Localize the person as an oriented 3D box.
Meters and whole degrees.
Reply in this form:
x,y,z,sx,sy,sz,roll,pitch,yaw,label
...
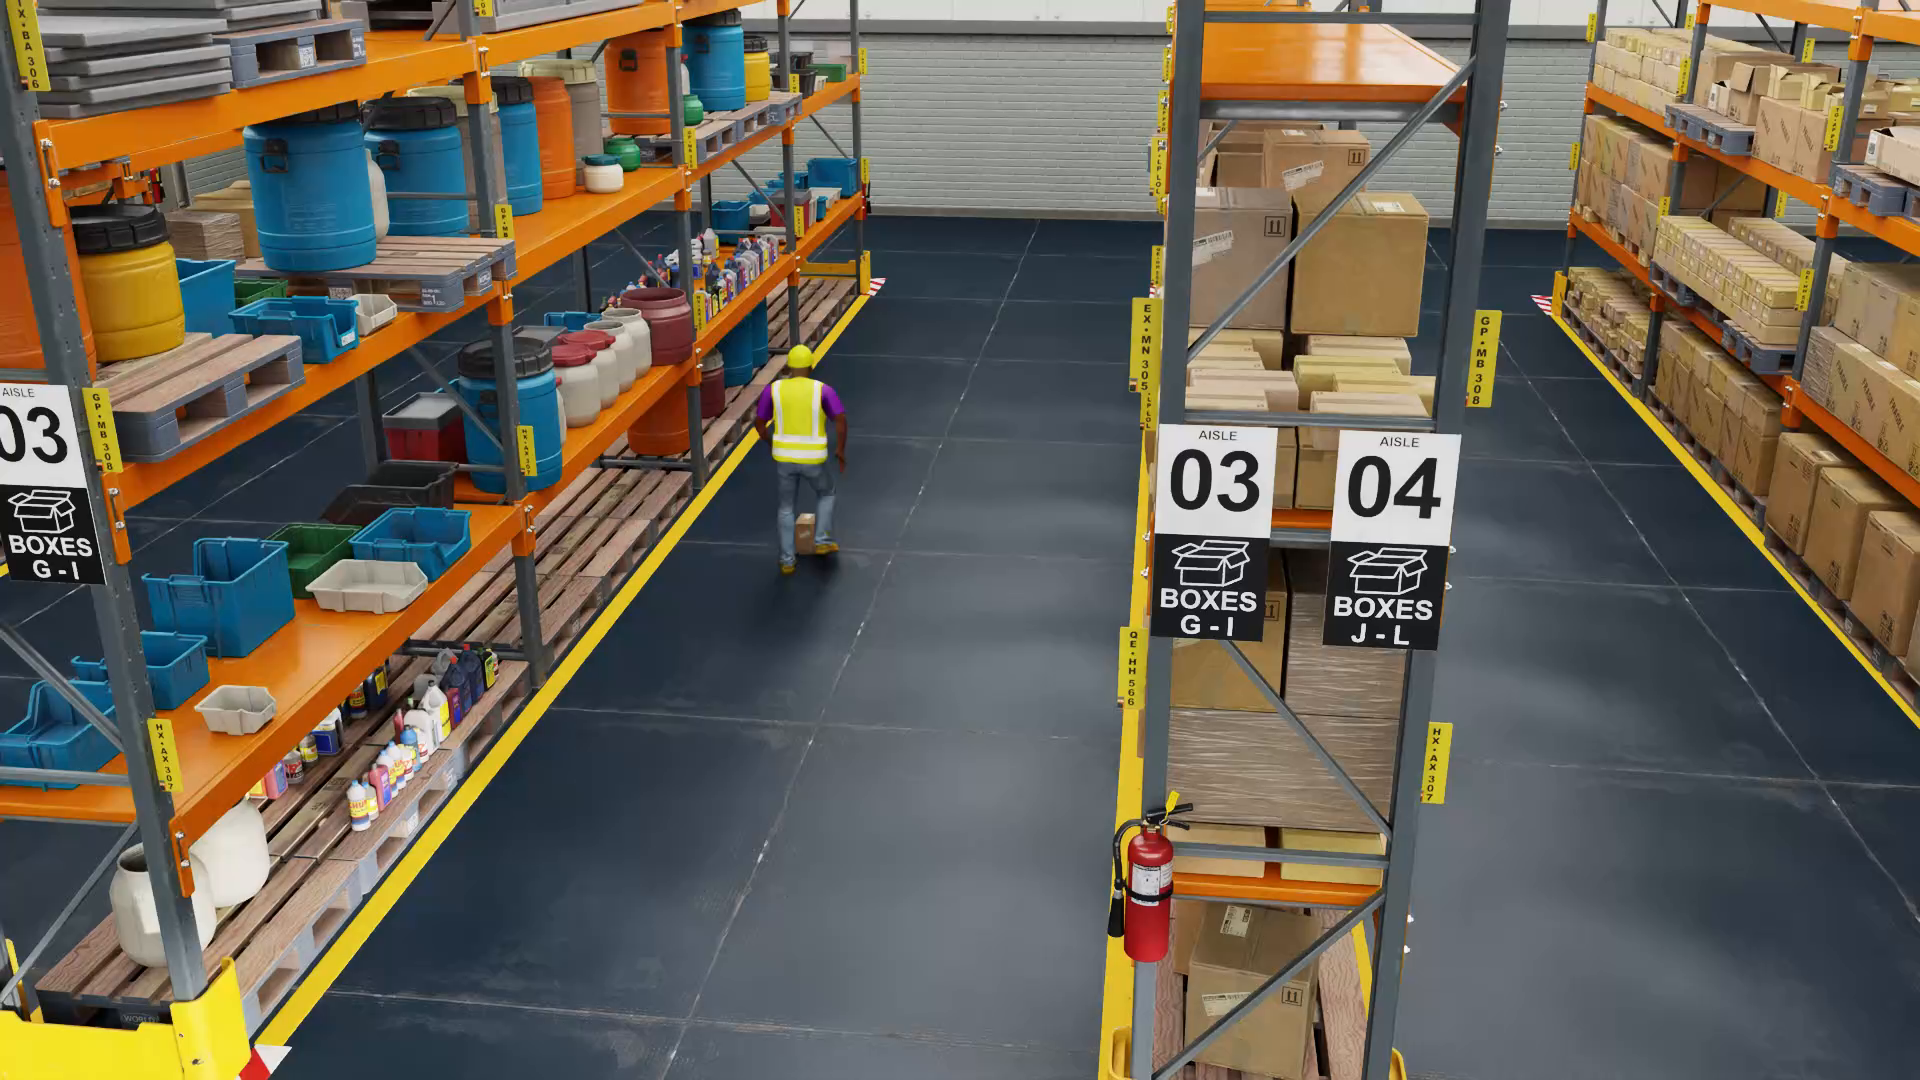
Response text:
x,y,z,sx,sy,sz,roll,pitch,yaw,label
-1.212,-0.634,12.799,0.725,1.691,0.635,1,21,2,person
